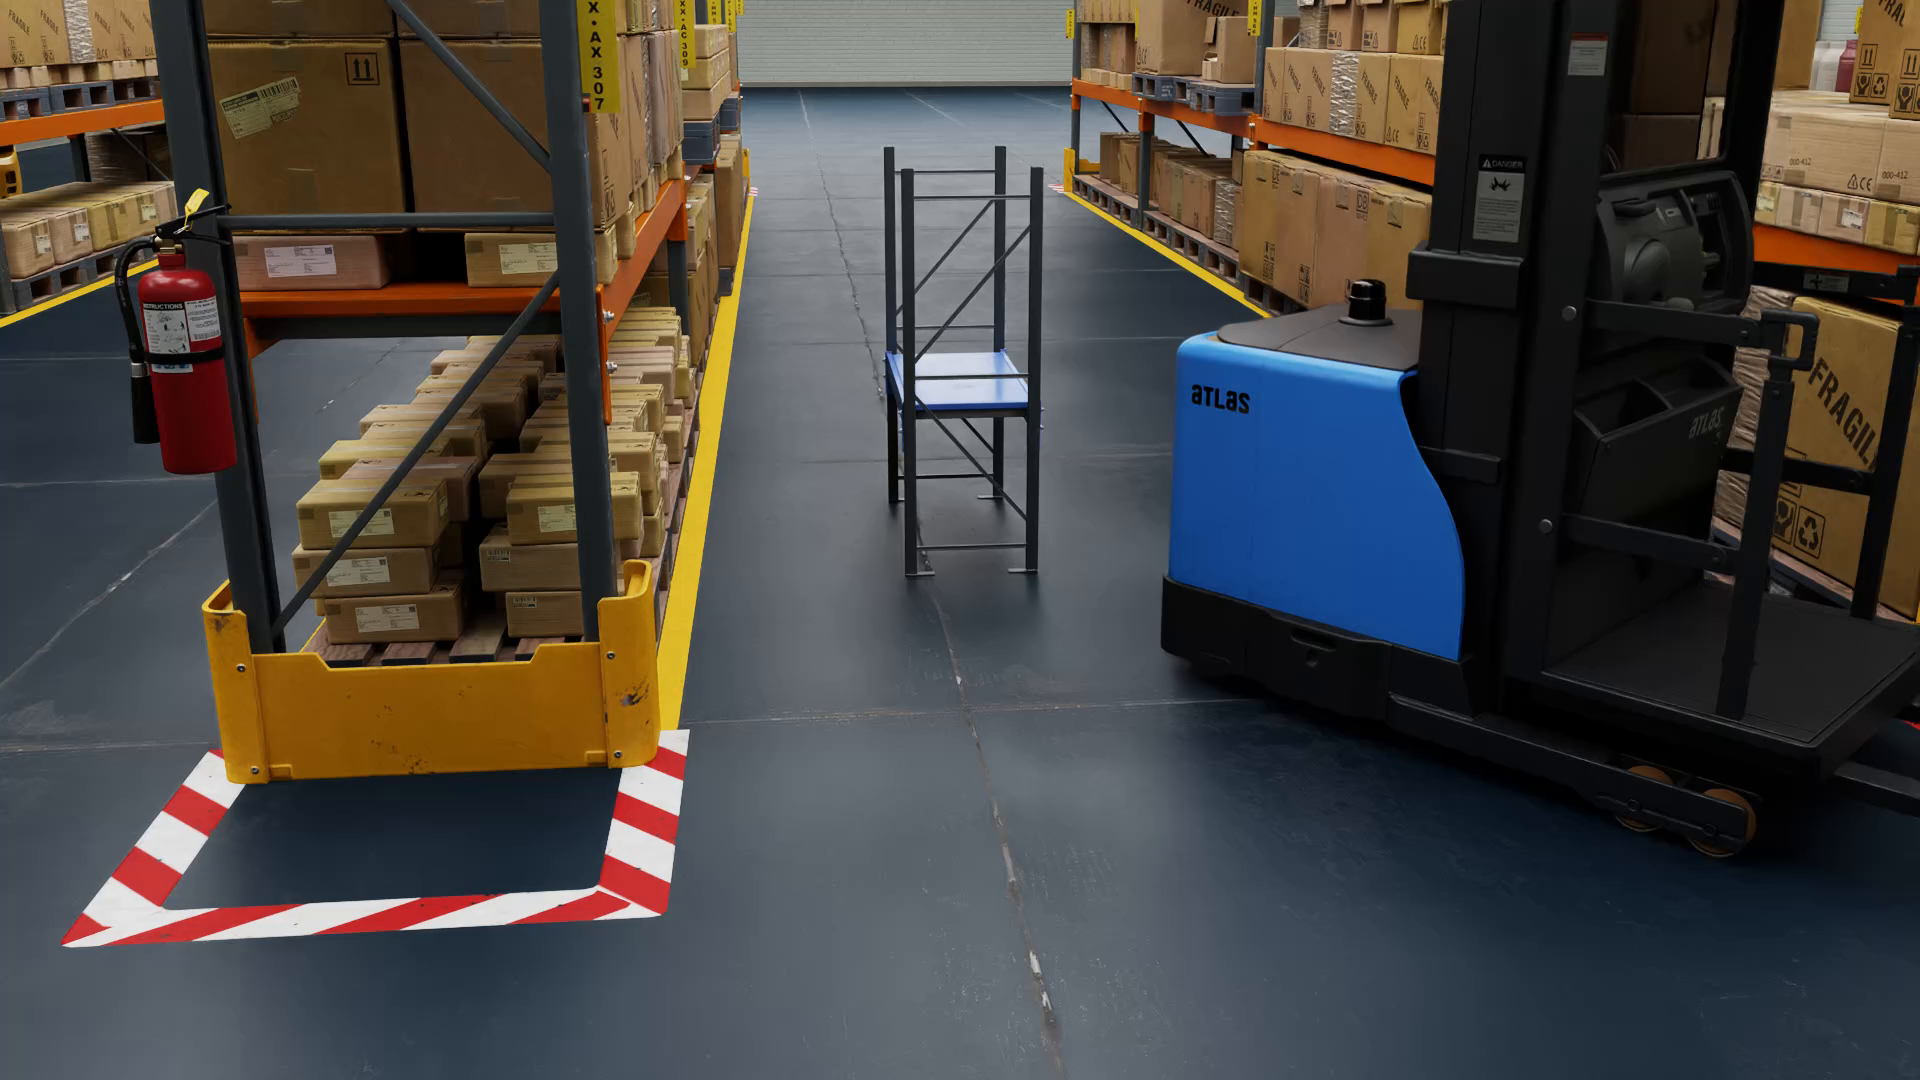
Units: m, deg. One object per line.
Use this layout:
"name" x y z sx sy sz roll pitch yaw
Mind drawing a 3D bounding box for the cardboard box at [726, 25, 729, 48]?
"cardboard box" -1.768 -3.423 11.299 0.380 0.149 0.250 -2 18 -8

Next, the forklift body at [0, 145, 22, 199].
"forklift body" -10.939 -4.323 16.858 2.313 2.155 1.214 -2 18 -6

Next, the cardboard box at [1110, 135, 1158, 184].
"cardboard box" 1.988 -4.342 18.971 0.500 0.500 0.500 3 18 9

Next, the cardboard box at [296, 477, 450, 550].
"cardboard box" -1.756 -0.081 4.994 0.380 0.149 0.250 -2 17 -5

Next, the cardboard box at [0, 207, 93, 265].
"cardboard box" -7.320 -2.343 12.818 0.950 0.372 0.625 -2 18 -7

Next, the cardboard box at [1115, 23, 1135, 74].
"cardboard box" 2.104 -5.127 17.338 0.875 0.500 0.500 -2 18 -6

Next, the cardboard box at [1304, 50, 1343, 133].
"cardboard box" 2.561 -2.903 10.748 0.500 0.500 0.500 -2 18 -7

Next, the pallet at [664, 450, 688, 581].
"pallet" -1.628 -0.106 6.661 1.003 0.211 1.213 -2 18 -6

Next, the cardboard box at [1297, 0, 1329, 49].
"cardboard box" 2.729 -3.622 11.365 0.797 0.503 0.637 -1 17 -4

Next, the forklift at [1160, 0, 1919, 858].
"forklift" 2.050 -0.782 4.273 3.031 2.935 1.130 16 24 42

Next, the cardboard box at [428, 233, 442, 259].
"cardboard box" -1.793 -0.926 5.037 0.380 0.149 0.250 -2 18 -6

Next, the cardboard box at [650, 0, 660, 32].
"cardboard box" -1.447 -2.227 6.431 0.500 0.500 0.500 -1 17 -4

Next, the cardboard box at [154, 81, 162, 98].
"cardboard box" -7.314 -4.184 15.415 0.380 0.149 0.250 -2 18 -6

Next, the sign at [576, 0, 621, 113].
"sign" -0.910 -1.237 4.165 0.100 0.325 0.005 -2 18 -6

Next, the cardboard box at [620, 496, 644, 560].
"cardboard box" -1.220 -0.037 5.349 0.380 0.149 0.250 -2 18 -6

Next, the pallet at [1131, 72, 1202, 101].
"pallet" 2.191 -4.182 15.311 1.003 0.211 1.213 -2 18 -6

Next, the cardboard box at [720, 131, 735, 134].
"cardboard box" -2.682 -3.759 16.489 0.875 0.875 0.875 -2 17 -5

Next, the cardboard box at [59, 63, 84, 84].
"cardboard box" -7.155 -3.674 13.090 0.380 0.149 0.250 -1 17 -4

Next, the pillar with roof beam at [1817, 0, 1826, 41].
"pillar with roof beam" 12.038 -12.279 30.766 9.100 9.000 0.400 -2 18 -6

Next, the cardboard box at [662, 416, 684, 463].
"cardboard box" -1.376 -0.425 7.081 0.380 0.149 0.250 -2 18 -6

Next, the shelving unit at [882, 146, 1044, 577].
"shelving unit" -0.009 -0.741 6.533 0.538 1.500 1.048 -2 18 -6

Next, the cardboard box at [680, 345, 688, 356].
"cardboard box" -1.473 -0.817 7.834 0.380 0.149 0.250 -3 18 -8

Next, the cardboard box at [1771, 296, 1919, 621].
"cardboard box" 3.349 -0.305 5.488 0.875 0.875 0.875 -2 18 -6

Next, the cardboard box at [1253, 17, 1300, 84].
"cardboard box" 2.574 -3.722 12.656 0.500 0.500 0.500 -4 18 -12

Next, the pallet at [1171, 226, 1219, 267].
"pallet" 2.468 -2.579 14.540 1.003 0.211 1.213 -2 18 -6

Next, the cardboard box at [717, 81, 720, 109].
"cardboard box" -1.553 -2.519 9.411 0.380 0.149 0.250 -3 18 -8

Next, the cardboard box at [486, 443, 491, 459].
"cardboard box" -1.909 -0.247 6.017 0.380 0.149 0.250 -2 17 -5

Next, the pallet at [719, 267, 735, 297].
"pallet" -2.281 -2.098 13.007 1.003 0.211 1.213 -2 18 -6

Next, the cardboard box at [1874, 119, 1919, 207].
"cardboard box" 3.181 -1.137 5.045 0.500 0.250 0.500 -2 18 -7

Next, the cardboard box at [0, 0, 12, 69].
"cardboard box" -7.004 -3.539 11.578 0.500 0.500 0.500 -2 18 -7

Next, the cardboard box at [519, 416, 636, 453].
"cardboard box" -1.320 -0.327 5.776 0.380 0.149 0.250 -3 18 -8

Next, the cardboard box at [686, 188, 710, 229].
"cardboard box" -1.843 -2.059 10.447 0.500 0.250 0.500 -1 17 -4

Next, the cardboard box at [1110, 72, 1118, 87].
"cardboard box" 1.802 -4.888 17.659 0.380 0.149 0.250 -2 18 -6

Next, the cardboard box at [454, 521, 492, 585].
"cardboard box" -1.780 0.047 5.578 0.380 0.149 0.250 -2 18 -6

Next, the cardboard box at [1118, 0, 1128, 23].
"cardboard box" 1.884 -5.447 16.687 0.500 0.500 0.500 -2 18 -6

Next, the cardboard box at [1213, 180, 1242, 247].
"cardboard box" 2.511 -2.695 13.693 0.700 0.500 0.500 -3 18 -10

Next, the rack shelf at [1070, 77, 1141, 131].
"rack shelf" 2.051 -4.759 18.027 1.077 0.370 4.000 -2 18 -6

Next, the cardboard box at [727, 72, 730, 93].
"cardboard box" -1.743 -3.065 11.149 0.380 0.149 0.250 -2 18 -6

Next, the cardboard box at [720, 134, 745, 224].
"cardboard box" -2.533 -3.328 15.323 1.050 0.750 0.750 -2 18 -6

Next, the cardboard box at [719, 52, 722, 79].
"cardboard box" -1.608 -2.819 9.871 0.380 0.149 0.250 -2 18 -7

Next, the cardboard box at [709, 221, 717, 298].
"cardboard box" -1.897 -1.856 11.053 0.500 0.500 0.500 -1 17 -3

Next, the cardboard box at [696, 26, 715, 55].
"cardboard box" -1.504 -2.655 8.850 0.380 0.149 0.250 -2 18 -5

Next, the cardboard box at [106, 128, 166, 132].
"cardboard box" -7.982 -3.765 16.301 0.500 0.500 0.500 -1 17 -5

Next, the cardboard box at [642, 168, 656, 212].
"cardboard box" -1.367 -1.338 6.350 0.380 0.149 0.250 -1 17 -5

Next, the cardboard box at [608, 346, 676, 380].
"cardboard box" -1.399 -0.719 7.024 0.380 0.149 0.250 -3 18 -8

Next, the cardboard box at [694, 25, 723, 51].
"cardboard box" -1.637 -3.038 10.072 0.380 0.149 0.250 -1 17 -3

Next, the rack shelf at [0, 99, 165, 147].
"rack shelf" -7.394 -3.261 13.256 1.077 0.370 4.000 -2 18 -6

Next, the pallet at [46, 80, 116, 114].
"pallet" -7.433 -3.505 13.154 1.003 0.211 1.213 -2 18 -6

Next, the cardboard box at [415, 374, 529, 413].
"cardboard box" -1.897 -0.548 6.480 0.380 0.149 0.250 -2 18 -5

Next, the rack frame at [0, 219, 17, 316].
"rack frame" -7.188 -3.008 11.250 1.000 3.000 0.127 -2 18 -6

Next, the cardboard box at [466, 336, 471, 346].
"cardboard box" -2.063 -0.930 7.698 0.380 0.149 0.250 -1 17 -3

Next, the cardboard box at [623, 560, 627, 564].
"cardboard box" -1.326 0.037 5.610 0.380 0.149 0.250 -2 17 -5

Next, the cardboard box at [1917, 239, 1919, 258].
"cardboard box" 3.130 -0.907 4.977 0.380 0.149 0.250 -1 17 -5
